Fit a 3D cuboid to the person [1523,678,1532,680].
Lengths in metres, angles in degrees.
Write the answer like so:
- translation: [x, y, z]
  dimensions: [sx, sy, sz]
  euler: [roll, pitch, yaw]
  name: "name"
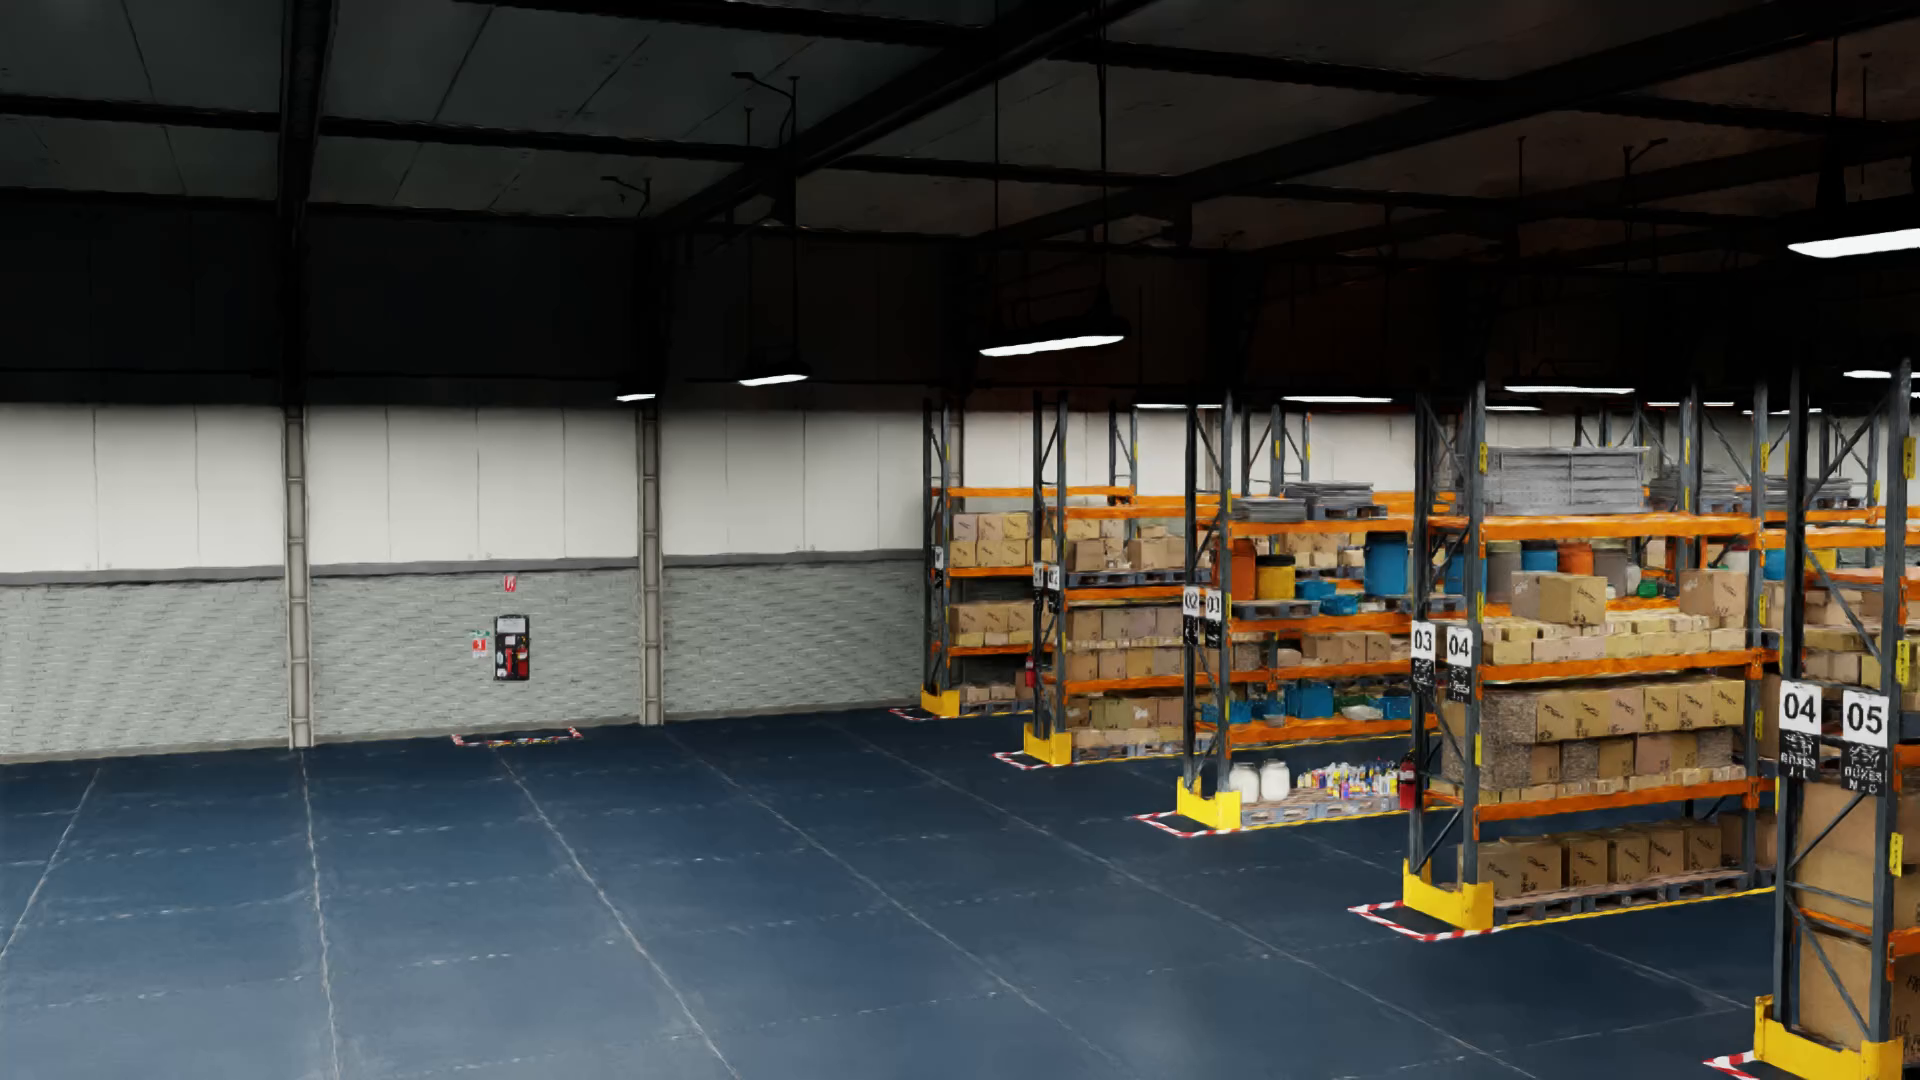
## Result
- translation: [9.979, 2.612, 29.059]
  dimensions: [0.410, 1.661, 0.499]
  euler: [3, 4, 37]
  name: "person"
